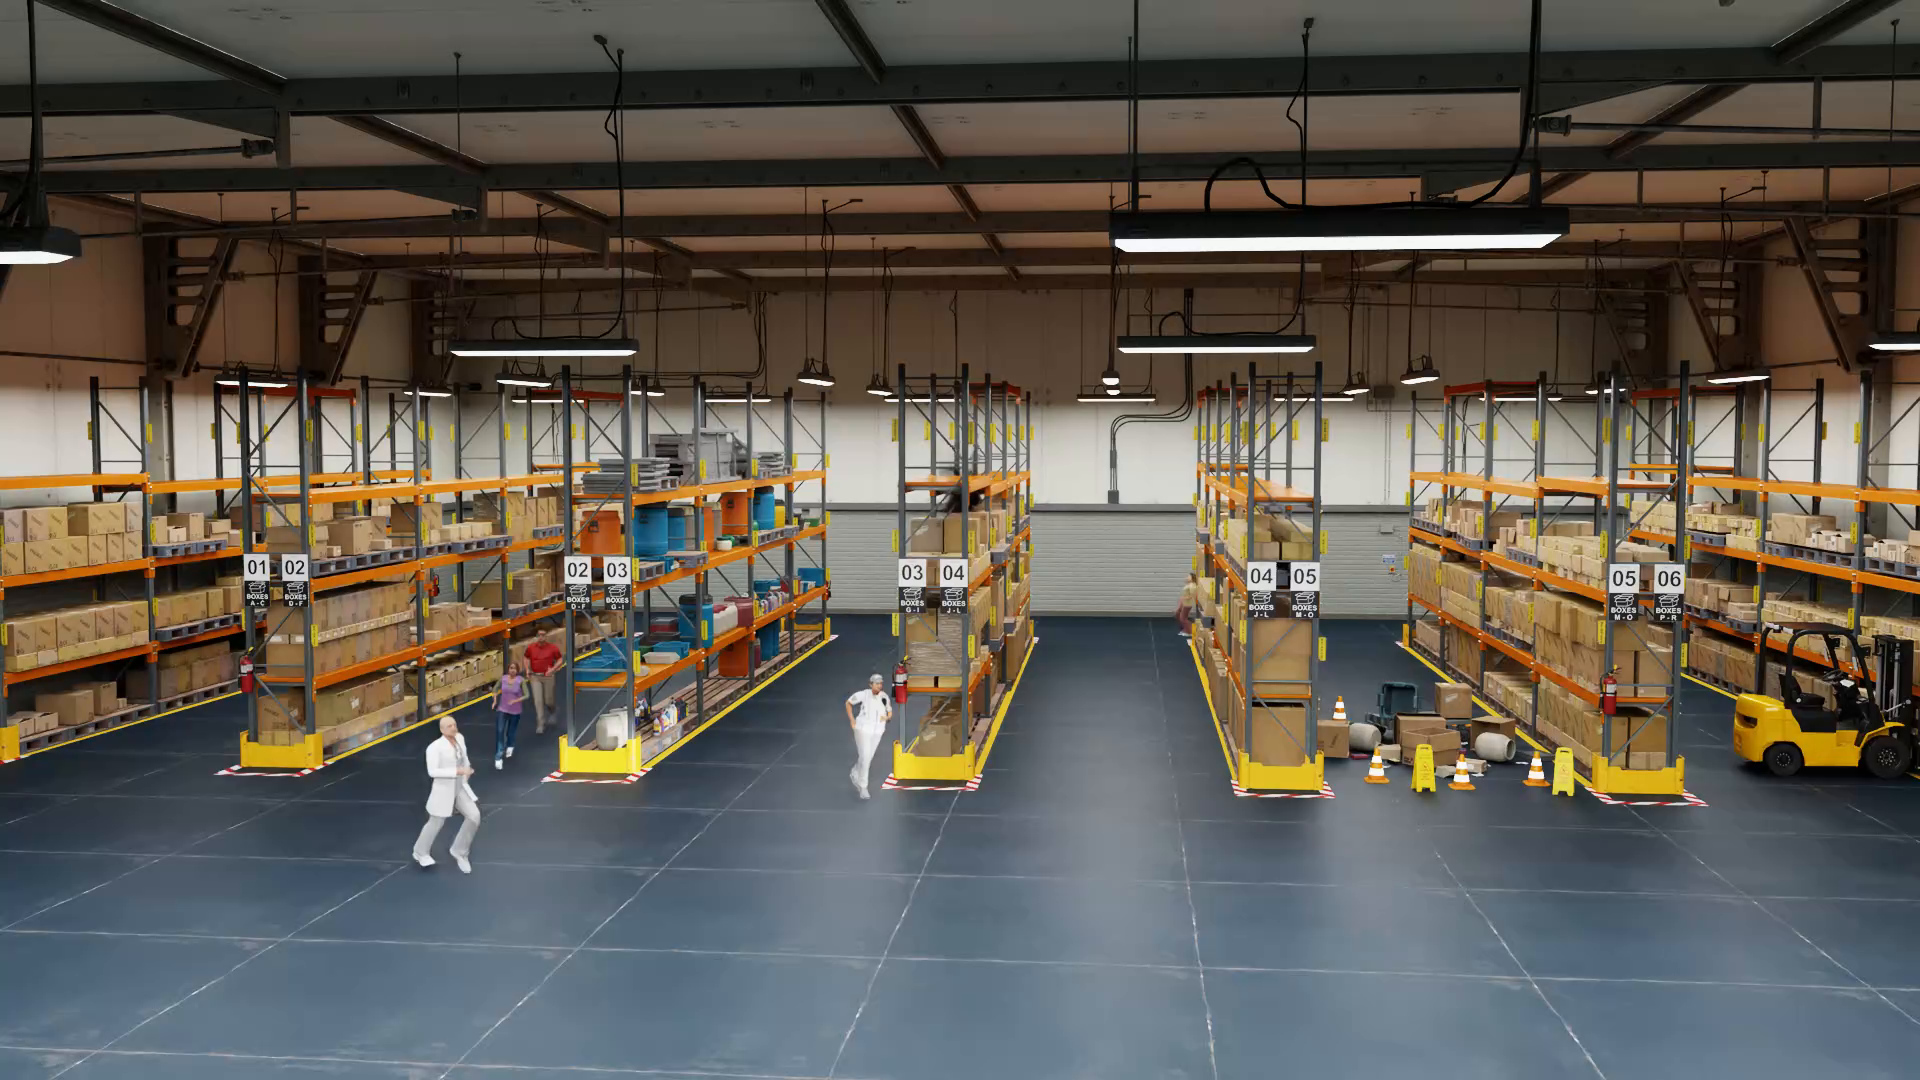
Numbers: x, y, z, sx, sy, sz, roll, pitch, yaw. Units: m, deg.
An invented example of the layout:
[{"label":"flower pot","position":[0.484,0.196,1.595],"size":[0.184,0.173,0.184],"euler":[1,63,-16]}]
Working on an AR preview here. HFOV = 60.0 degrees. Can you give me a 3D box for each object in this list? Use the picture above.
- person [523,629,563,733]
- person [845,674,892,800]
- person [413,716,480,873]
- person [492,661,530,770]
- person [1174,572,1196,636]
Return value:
[{"label":"person","position":[-7.048,2.353,28.082],"size":[0.671,1.719,0.774],"euler":[0,4,-5]},{"label":"person","position":[-1.248,2.700,23.191],"size":[0.625,1.679,0.861],"euler":[-2,4,-29]},{"label":"person","position":[-5.833,2.898,19.007],"size":[0.965,1.805,0.728],"euler":[3,4,35]},{"label":"person","position":[-6.781,2.611,25.124],"size":[0.567,1.605,0.824],"euler":[0,4,-6]},{"label":"person","position":[5.523,1.585,40.751],"size":[0.550,1.613,0.700],"euler":[0,4,6]}]
